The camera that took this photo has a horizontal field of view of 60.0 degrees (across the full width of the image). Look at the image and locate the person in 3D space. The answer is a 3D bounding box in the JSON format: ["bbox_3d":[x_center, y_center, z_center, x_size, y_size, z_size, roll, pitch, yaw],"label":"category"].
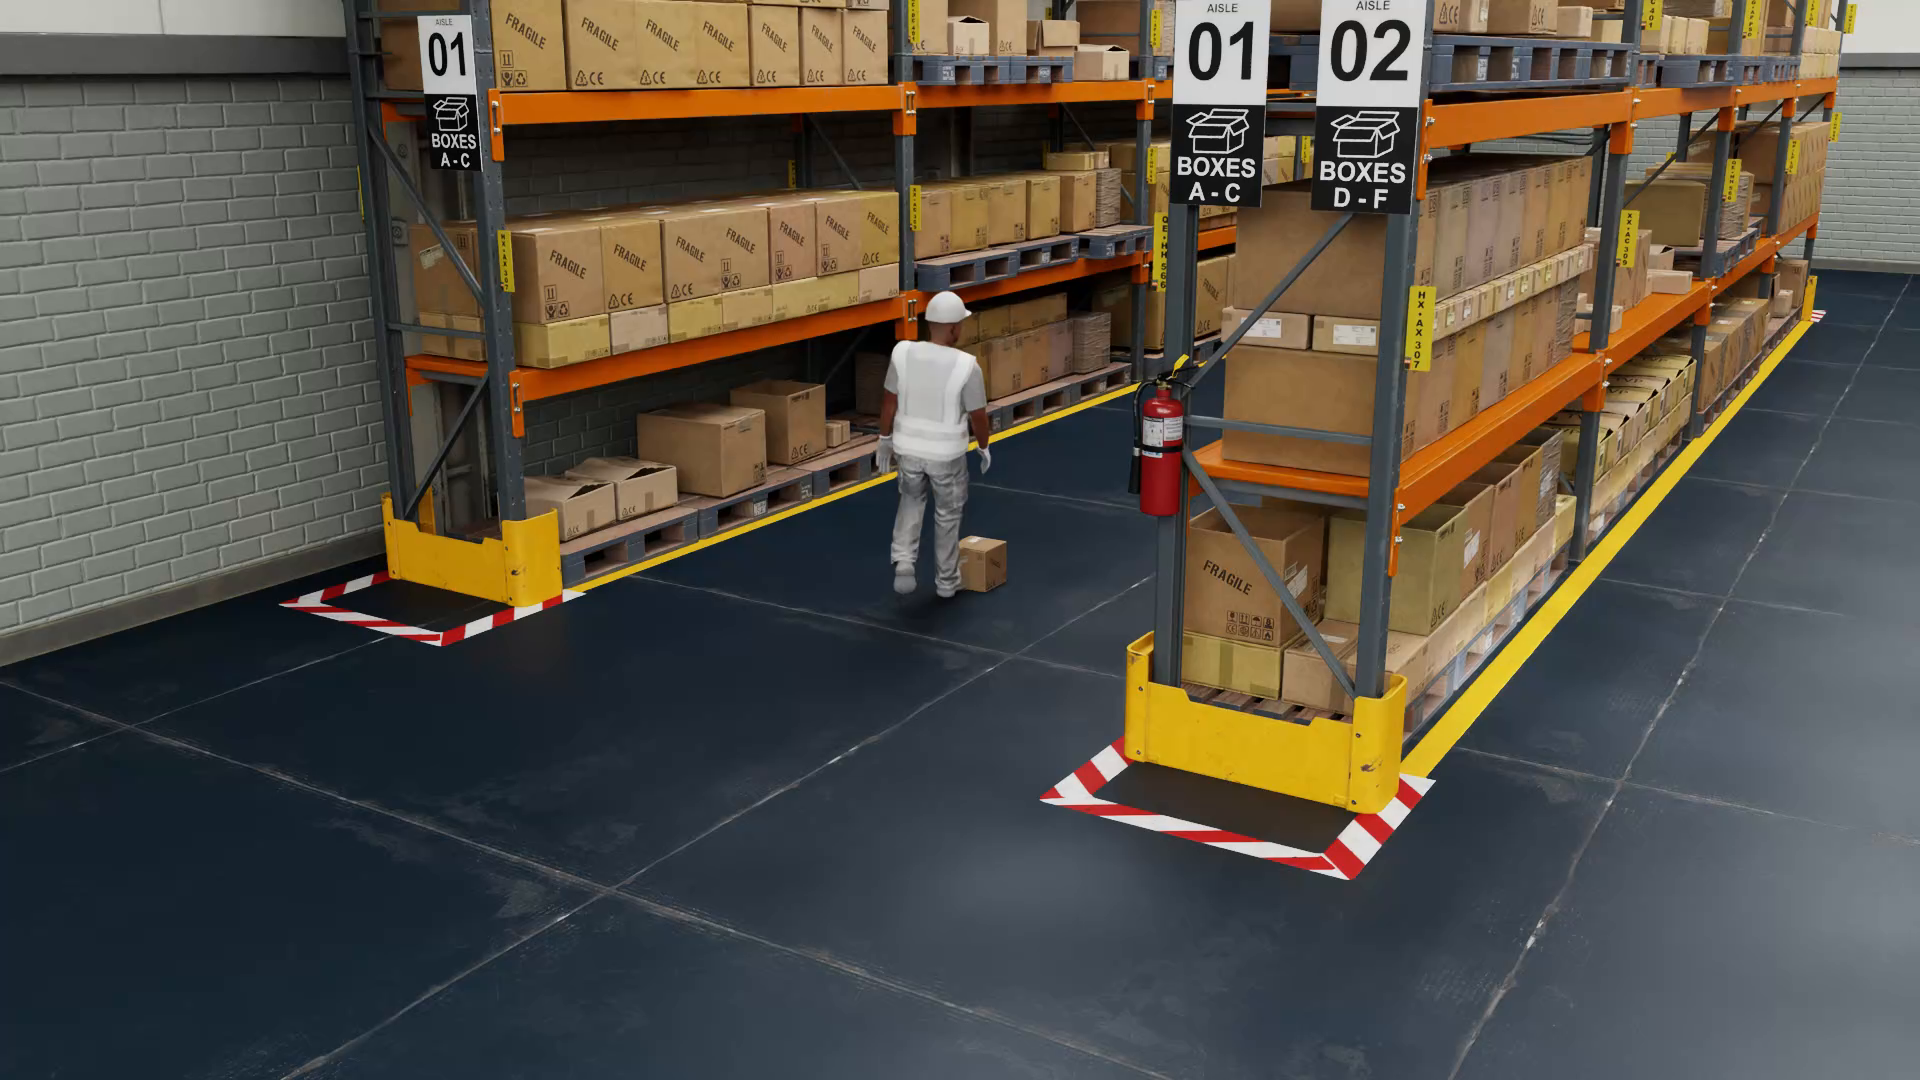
[{"bbox_3d":[-0.106,-0.515,9.253,0.645,1.776,0.636,7,17,22],"label":"person"}]
